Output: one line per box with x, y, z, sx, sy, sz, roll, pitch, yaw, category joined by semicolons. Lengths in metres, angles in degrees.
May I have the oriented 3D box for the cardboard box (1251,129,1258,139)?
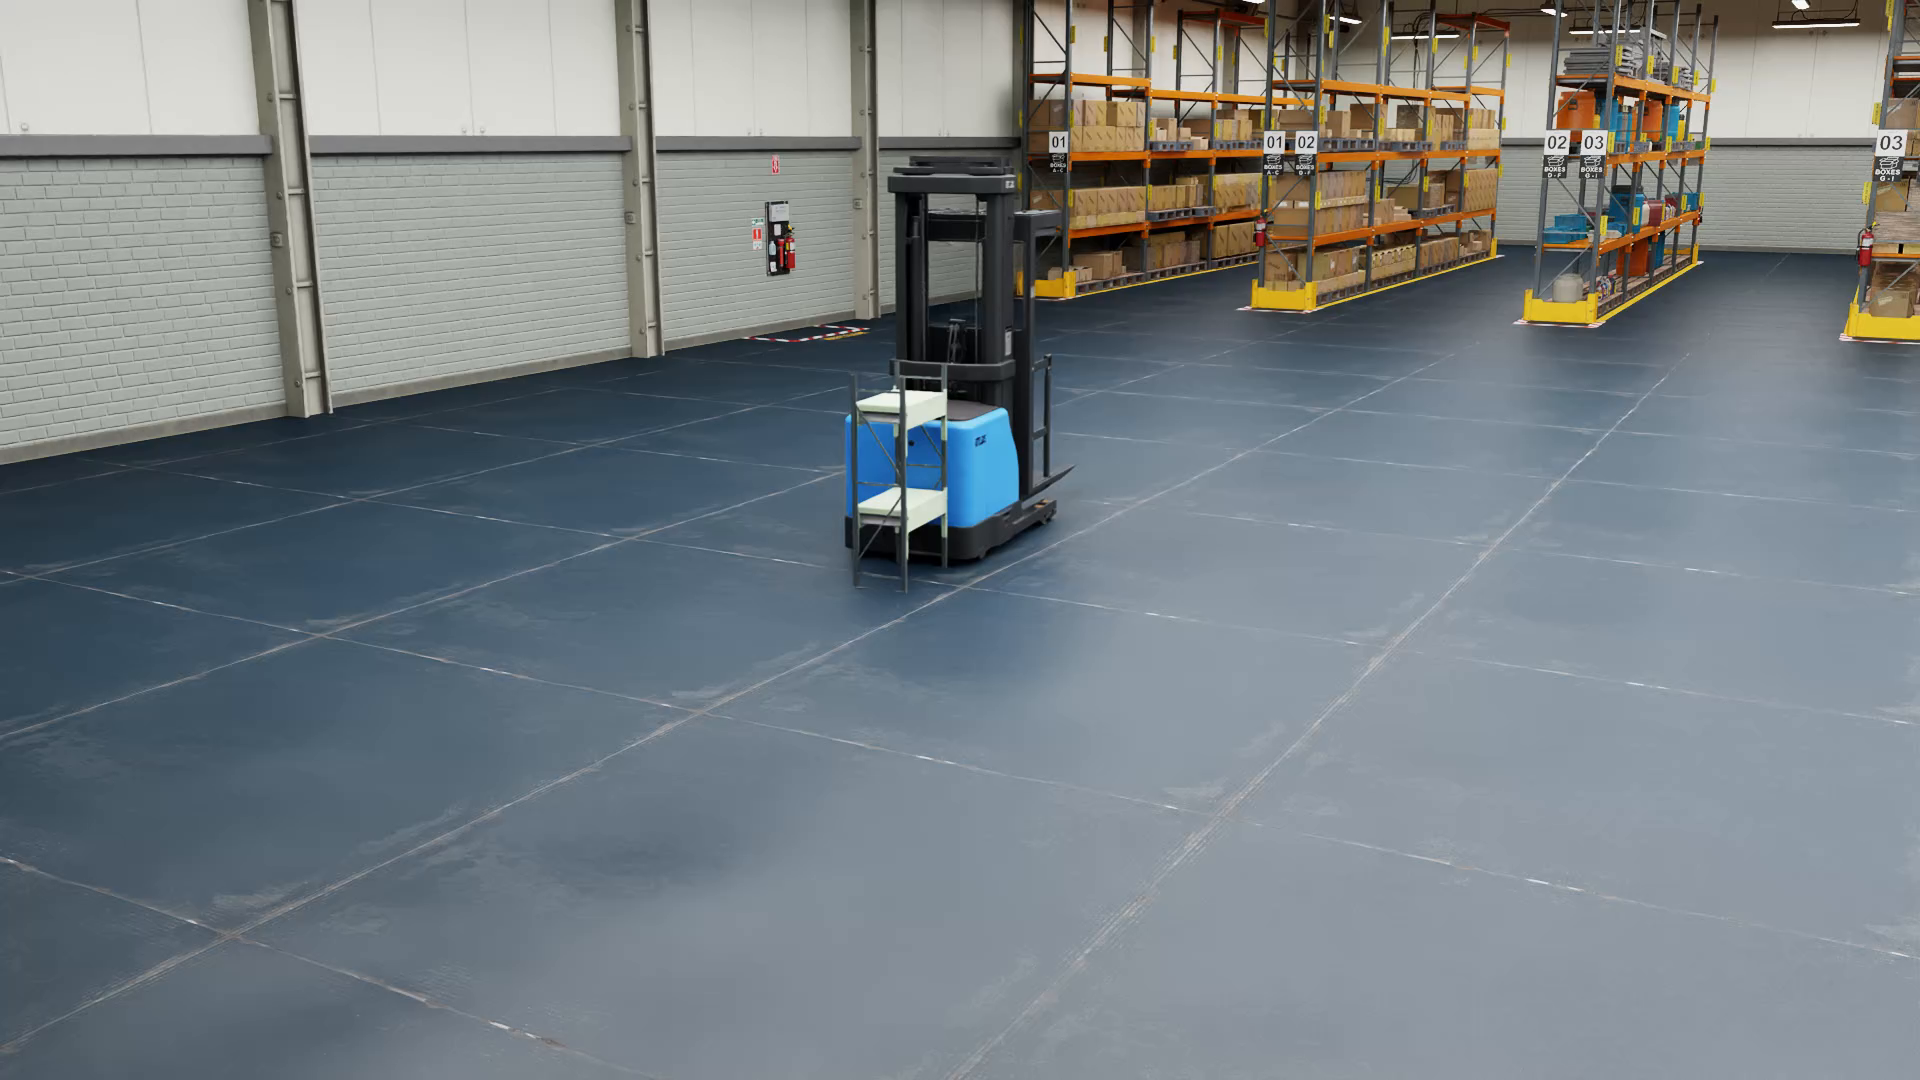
7.619;-10.616;43.478;0.500;0.250;0.500;8;15;29;cardboard box

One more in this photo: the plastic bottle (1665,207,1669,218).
15.773;-7.305;37.198;0.152;0.276;0.135;7;15;28;plastic bottle

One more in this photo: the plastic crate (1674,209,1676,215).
16.516;-7.669;38.878;0.396;0.136;0.243;7;15;28;plastic crate

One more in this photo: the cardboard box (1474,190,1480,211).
12.805;-8.581;42.012;0.500;0.500;0.500;7;15;28;cardboard box

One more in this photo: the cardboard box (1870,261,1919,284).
18.920;-5.617;33.570;1.225;0.875;0.875;7;15;25;cardboard box

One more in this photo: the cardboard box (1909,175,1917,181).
16.417;-5.939;28.287;0.500;0.500;0.500;7;15;28;cardboard box

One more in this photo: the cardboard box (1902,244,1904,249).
15.646;-4.832;27.212;0.380;0.149;0.250;7;15;28;cardboard box

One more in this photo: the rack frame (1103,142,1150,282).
3.626;-7.170;36.373;1.000;3.000;0.127;7;15;28;rack frame

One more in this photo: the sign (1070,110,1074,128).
2.168;-8.171;32.260;0.100;0.325;0.005;7;15;28;sign

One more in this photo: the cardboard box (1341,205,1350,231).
7.260;-6.355;32.779;0.700;0.500;0.500;8;16;29;cardboard box

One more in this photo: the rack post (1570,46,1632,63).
11.274;-8.507;29.282;0.937;0.300;0.954;7;15;27;rack post

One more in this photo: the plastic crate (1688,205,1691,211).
17.864;-8.222;41.174;0.396;0.136;0.243;7;15;28;plastic crate

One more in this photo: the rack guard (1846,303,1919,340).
14.738;-3.466;26.343;1.175;0.500;0.348;7;15;28;rack guard

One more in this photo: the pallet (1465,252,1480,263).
12.753;-7.287;42.809;1.003;0.211;1.213;7;15;28;pallet

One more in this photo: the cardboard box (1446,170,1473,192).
12.306;-8.850;40.996;0.500;0.500;0.500;8;16;29;cardboard box

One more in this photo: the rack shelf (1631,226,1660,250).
13.266;-6.108;33.503;1.077;0.370;4.000;7;15;28;rack shelf

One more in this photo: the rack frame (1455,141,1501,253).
13.766;-9.071;44.260;1.000;3.000;0.127;7;15;28;rack frame

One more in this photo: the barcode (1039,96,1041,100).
1.598;-8.836;33.257;0.001;0.075;0.075;7;15;28;barcode

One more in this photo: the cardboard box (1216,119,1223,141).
5.954;-9.932;40.277;0.700;0.500;0.500;6;15;25;cardboard box

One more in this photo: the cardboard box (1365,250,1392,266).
8.878;-6.014;35.354;0.500;0.311;0.500;7;15;26;cardboard box

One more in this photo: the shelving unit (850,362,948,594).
-0.419;-0.455;11.721;0.431;1.500;0.755;5;15;21;shelving unit

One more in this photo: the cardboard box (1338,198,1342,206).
7.153;-6.524;32.097;0.380;0.149;0.250;8;15;29;cardboard box

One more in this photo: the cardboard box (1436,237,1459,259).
11.844;-7.115;40.543;0.500;0.500;0.500;7;15;28;cardboard box

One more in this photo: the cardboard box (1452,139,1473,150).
12.284;-9.708;40.819;0.500;0.250;0.500;7;15;28;cardboard box

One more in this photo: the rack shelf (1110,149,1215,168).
4.593;-8.688;37.807;1.077;0.370;4.000;7;15;28;rack shelf

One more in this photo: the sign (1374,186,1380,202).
8.451;-7.006;33.678;0.100;0.325;0.005;7;15;28;sign

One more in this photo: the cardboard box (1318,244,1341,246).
7.466;-5.782;33.986;0.500;0.500;0.500;7;15;28;cardboard box

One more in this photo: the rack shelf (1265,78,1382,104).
6.998;-8.571;31.774;1.077;0.370;4.000;7;15;28;rack shelf

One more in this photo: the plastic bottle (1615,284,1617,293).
12.396;-4.791;31.538;0.097;0.201;0.097;0;14;0;plastic bottle

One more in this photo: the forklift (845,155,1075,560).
0.153;-1.580;13.333;1.130;2.935;3.031;5;15;21;forklift

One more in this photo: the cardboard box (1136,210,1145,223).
3.663;-6.975;35.842;0.500;0.250;0.500;7;15;28;cardboard box

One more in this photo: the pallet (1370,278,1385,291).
8.287;-5.409;35.020;1.003;0.211;1.213;7;15;28;pallet

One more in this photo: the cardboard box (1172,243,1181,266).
4.691;-6.638;38.561;0.700;0.500;0.500;7;15;28;cardboard box

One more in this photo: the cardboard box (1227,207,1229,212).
6.385;-8.135;40.869;0.380;0.149;0.250;8;16;29;cardboard box

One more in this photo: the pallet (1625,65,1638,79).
11.336;-8.254;29.326;1.003;0.211;1.213;7;15;28;pallet

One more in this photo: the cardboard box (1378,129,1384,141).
8.534;-8.437;34.653;0.500;0.250;0.500;6;15;23;cardboard box

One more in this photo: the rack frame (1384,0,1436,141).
9.898;-10.346;36.749;1.000;3.000;0.127;7;15;28;rack frame

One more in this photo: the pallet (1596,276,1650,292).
13.824;-5.358;34.807;1.003;0.211;1.213;7;15;28;pallet

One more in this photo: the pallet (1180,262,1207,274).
5.181;-6.475;39.439;1.003;0.211;1.213;7;15;28;pallet

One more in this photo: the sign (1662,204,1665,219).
14.717;-6.886;34.849;0.100;0.325;0.005;7;15;28;sign

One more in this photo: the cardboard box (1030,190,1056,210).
1.734;-6.771;33.397;0.500;0.500;0.500;7;15;27;cardboard box

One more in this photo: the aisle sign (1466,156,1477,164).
13.541;-10.382;44.151;0.394;0.787;0.004;7;15;28;aisle sign

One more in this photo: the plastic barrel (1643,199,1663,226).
14.273;-6.804;34.568;0.600;0.536;0.708;7;15;28;plastic barrel

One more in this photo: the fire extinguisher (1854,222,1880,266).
14.242;-4.657;26.113;0.296;0.674;0.183;7;15;28;fire extinguisher

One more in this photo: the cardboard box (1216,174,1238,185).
6.503;-8.835;40.790;0.500;0.250;0.500;7;15;28;cardboard box

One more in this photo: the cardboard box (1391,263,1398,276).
9.119;-5.847;35.857;0.500;0.250;0.500;8;16;29;cardboard box

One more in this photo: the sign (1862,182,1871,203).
14.225;-5.449;26.090;0.100;0.325;0.005;7;15;28;sign

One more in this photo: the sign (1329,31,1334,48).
7.484;-10.077;33.471;0.100;0.325;0.005;7;15;28;sign

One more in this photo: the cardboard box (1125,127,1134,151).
3.343;-8.452;35.037;0.500;0.500;0.500;6;15;23;cardboard box

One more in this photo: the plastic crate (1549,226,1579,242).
10.664;-5.423;29.447;0.499;0.251;0.408;7;15;28;plastic crate

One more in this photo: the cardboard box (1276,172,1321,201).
6.293;-6.573;30.916;0.700;0.500;0.500;7;15;28;cardboard box

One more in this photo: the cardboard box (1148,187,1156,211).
3.902;-7.533;36.727;0.700;0.500;0.500;7;15;28;cardboard box

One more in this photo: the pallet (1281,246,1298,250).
8.519;-7.854;45.160;1.003;0.211;1.213;7;15;28;pallet
